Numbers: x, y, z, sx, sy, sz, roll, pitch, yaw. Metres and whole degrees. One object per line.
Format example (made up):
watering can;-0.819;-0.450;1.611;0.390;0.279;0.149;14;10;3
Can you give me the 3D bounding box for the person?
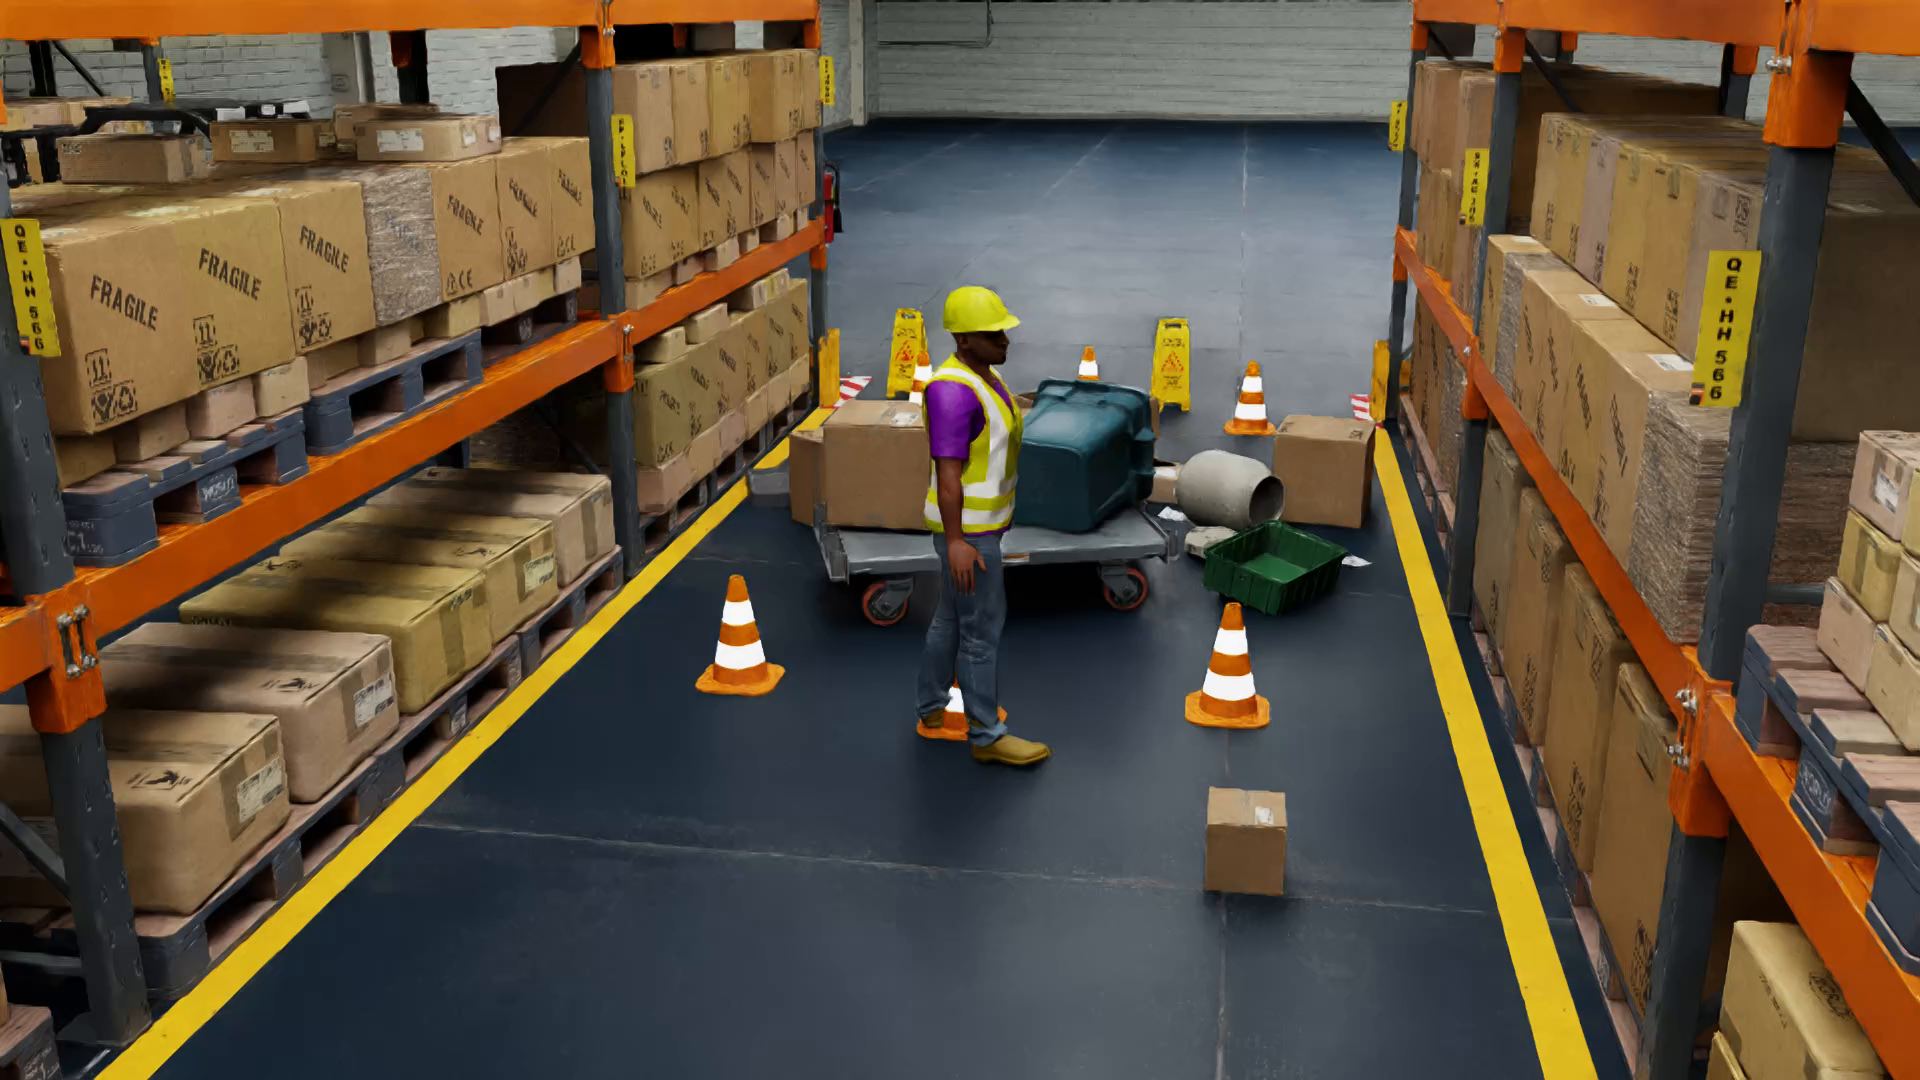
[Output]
person;0.082;-0.049;6.122;0.567;1.769;0.732;3;18;10
